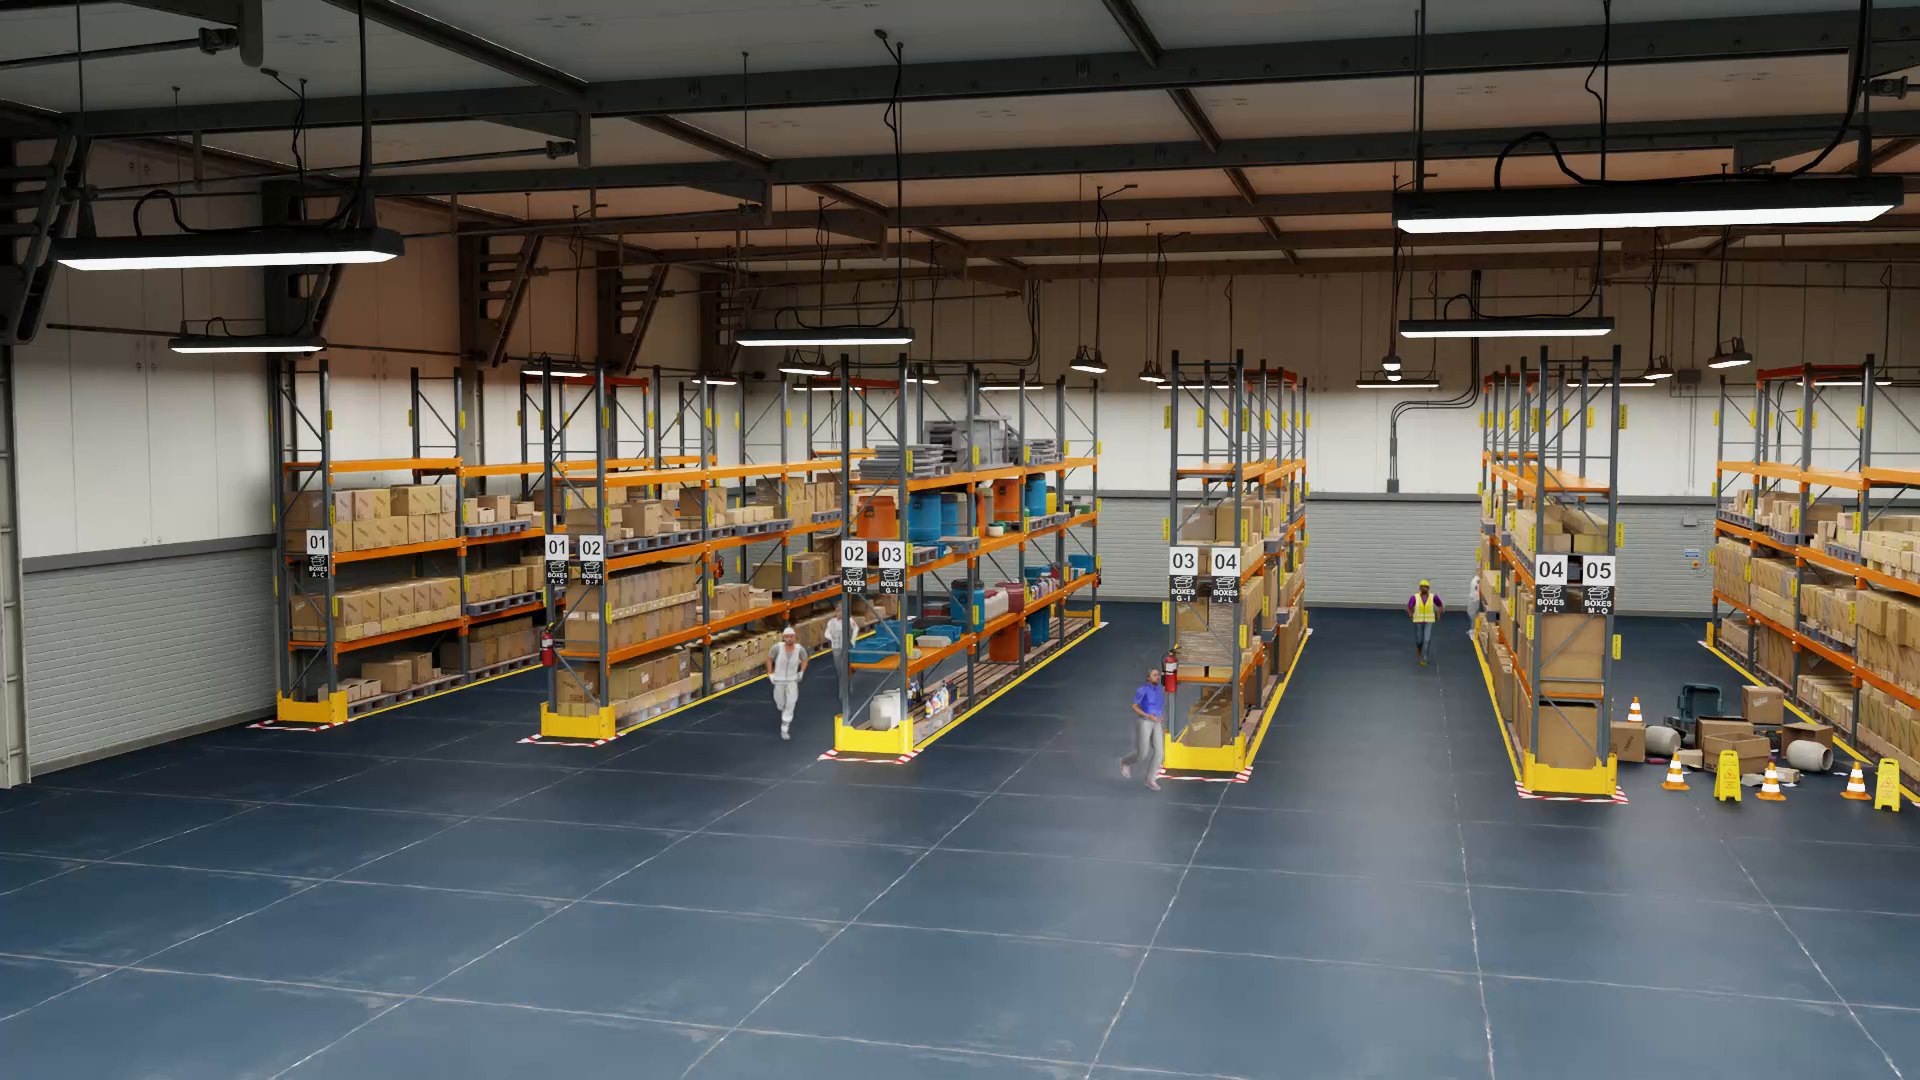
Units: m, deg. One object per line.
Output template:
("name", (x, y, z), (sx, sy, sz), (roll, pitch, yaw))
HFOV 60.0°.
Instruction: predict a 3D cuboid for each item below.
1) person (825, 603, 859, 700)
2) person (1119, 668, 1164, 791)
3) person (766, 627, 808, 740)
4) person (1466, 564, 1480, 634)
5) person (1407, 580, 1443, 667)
("person", (-2.154, 1.986, 30.151), (0.562, 1.719, 0.857), (1, 4, 11))
("person", (2.570, 2.562, 22.811), (0.587, 1.642, 0.757), (-3, 5, -34))
("person", (-2.751, 2.245, 26.495), (0.662, 1.759, 0.895), (0, 4, -7))
("person", (12.201, 1.393, 38.981), (0.545, 1.659, 0.633), (-2, 4, -21))
("person", (9.533, 1.689, 34.113), (0.713, 1.736, 0.897), (1, 4, 17))
